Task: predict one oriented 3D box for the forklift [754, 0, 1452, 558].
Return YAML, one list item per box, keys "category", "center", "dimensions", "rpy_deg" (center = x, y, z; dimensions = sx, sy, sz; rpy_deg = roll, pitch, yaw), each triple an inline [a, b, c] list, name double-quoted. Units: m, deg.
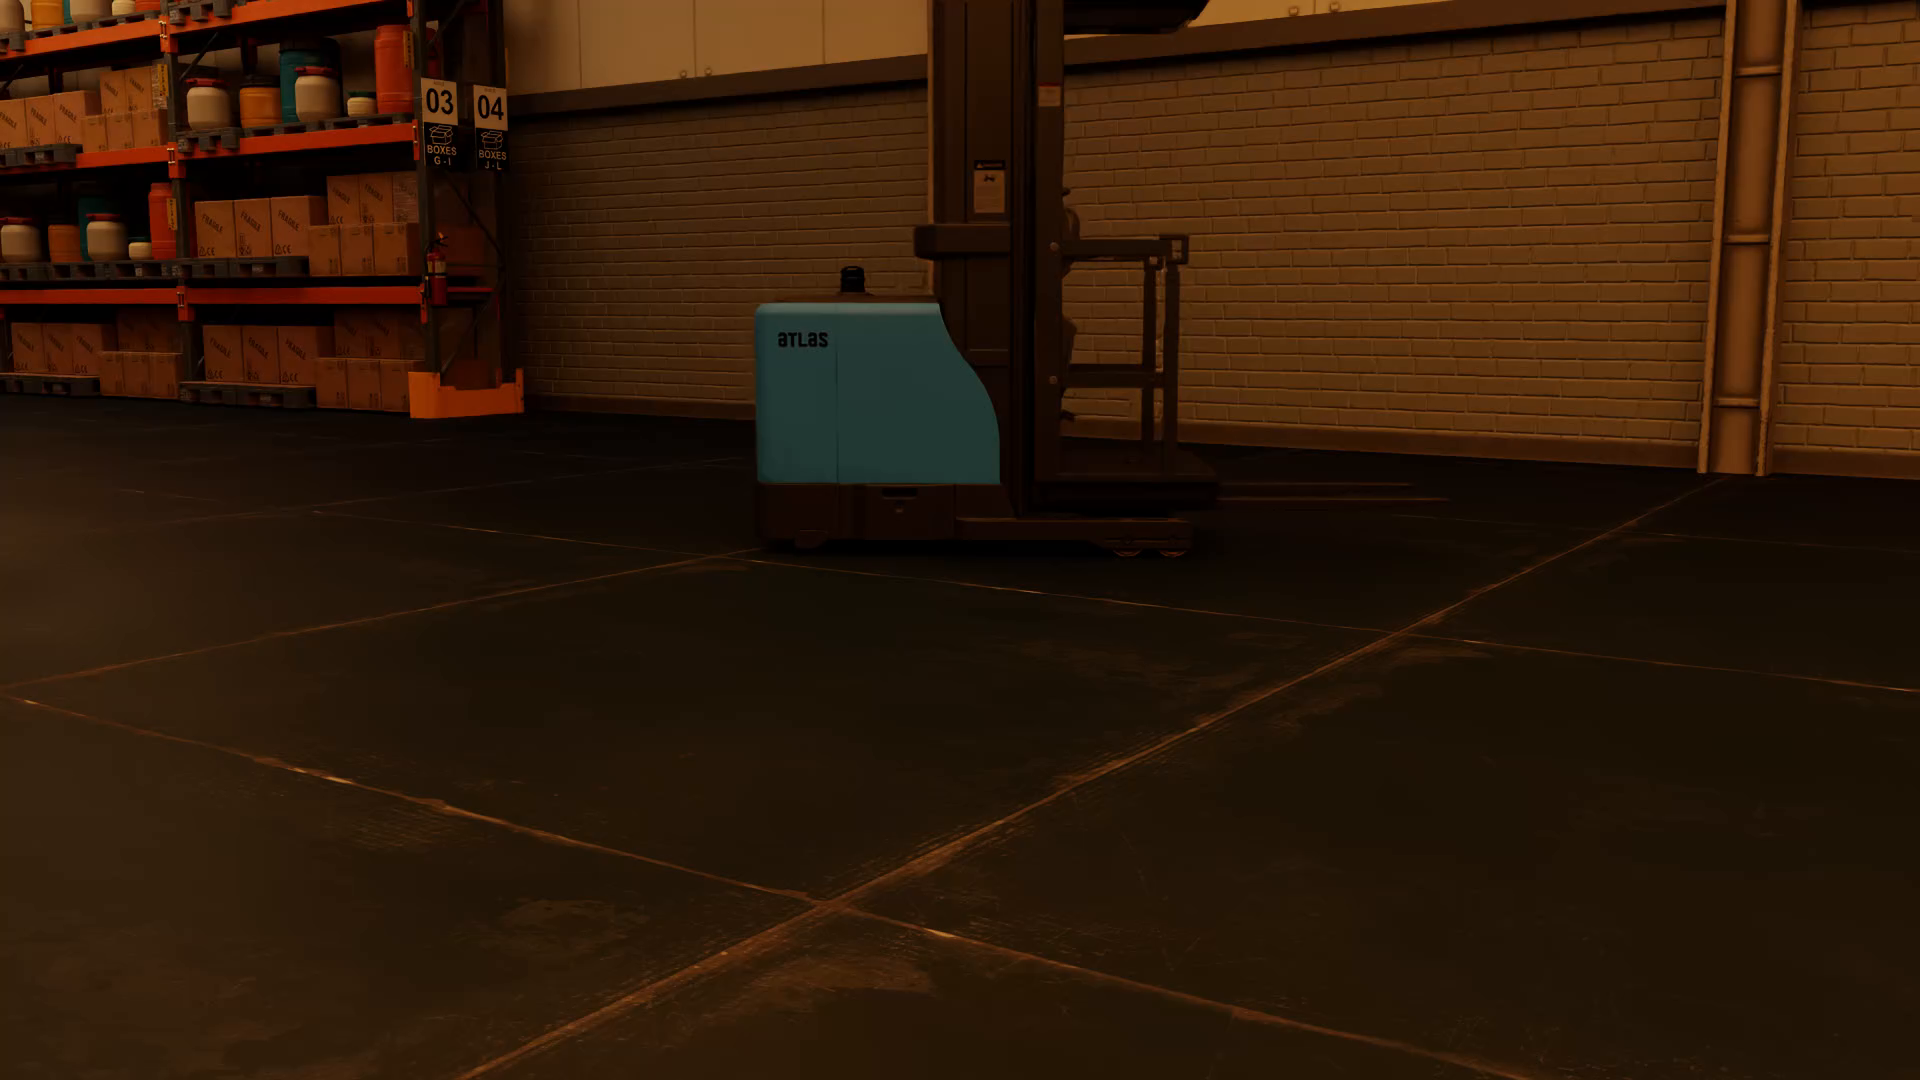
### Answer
- category: "forklift"
  center: [0.633, -1.452, 7.406]
  dimensions: [3.031, 2.935, 1.130]
  rpy_deg: [0, 8, 1]
